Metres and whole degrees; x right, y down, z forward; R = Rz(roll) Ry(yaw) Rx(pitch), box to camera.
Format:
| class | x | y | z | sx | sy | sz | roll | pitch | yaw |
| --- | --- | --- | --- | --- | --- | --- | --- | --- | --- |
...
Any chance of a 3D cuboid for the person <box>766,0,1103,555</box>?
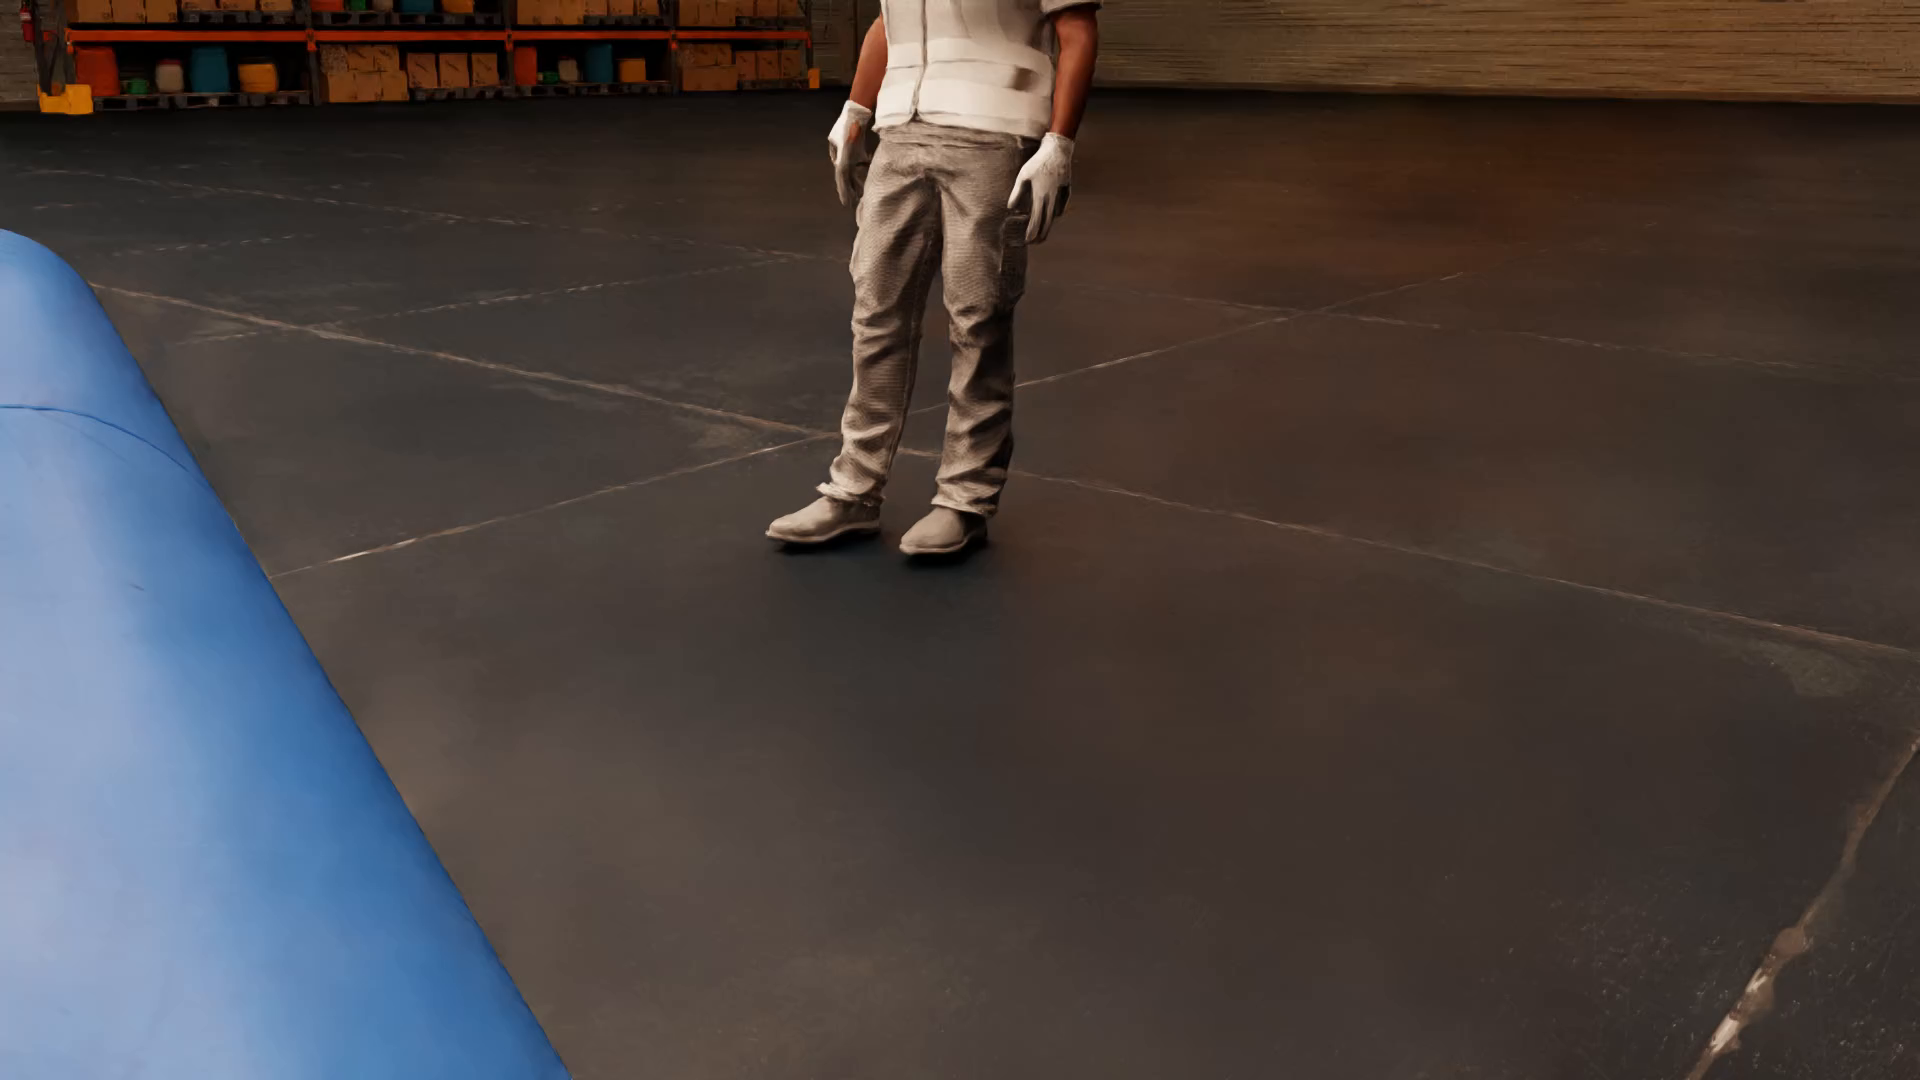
| class | x | y | z | sx | sy | sz | roll | pitch | yaw |
| --- | --- | --- | --- | --- | --- | --- | --- | --- | --- |
| person | -0.052 | -0.845 | 3.633 | 0.655 | 1.782 | 0.576 | 13 | 21 | 37 |
